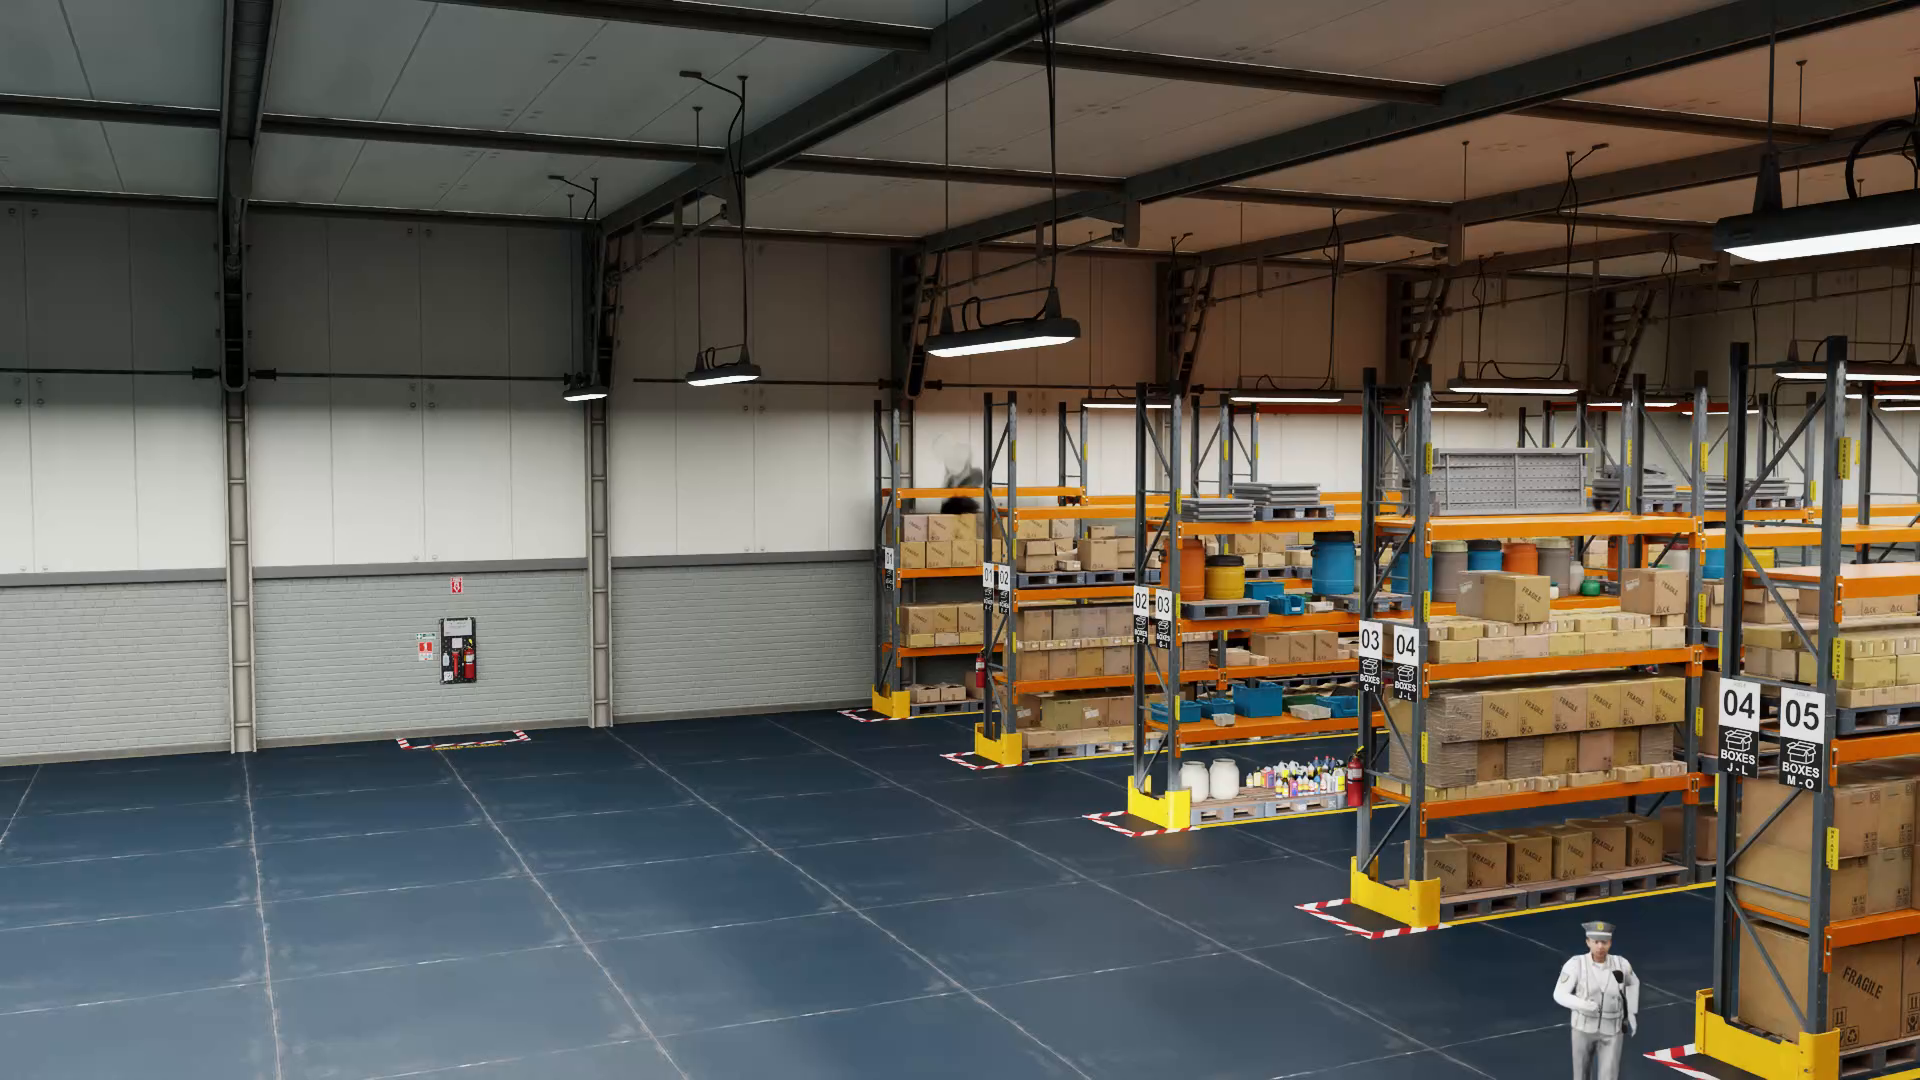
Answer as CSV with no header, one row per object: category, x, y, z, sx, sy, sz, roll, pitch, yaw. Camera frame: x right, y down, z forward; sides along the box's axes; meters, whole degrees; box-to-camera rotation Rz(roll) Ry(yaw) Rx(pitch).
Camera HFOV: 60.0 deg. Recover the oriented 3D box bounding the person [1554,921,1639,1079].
person,4.646,3.582,12.141,0.606,1.686,0.938,1,3,17
